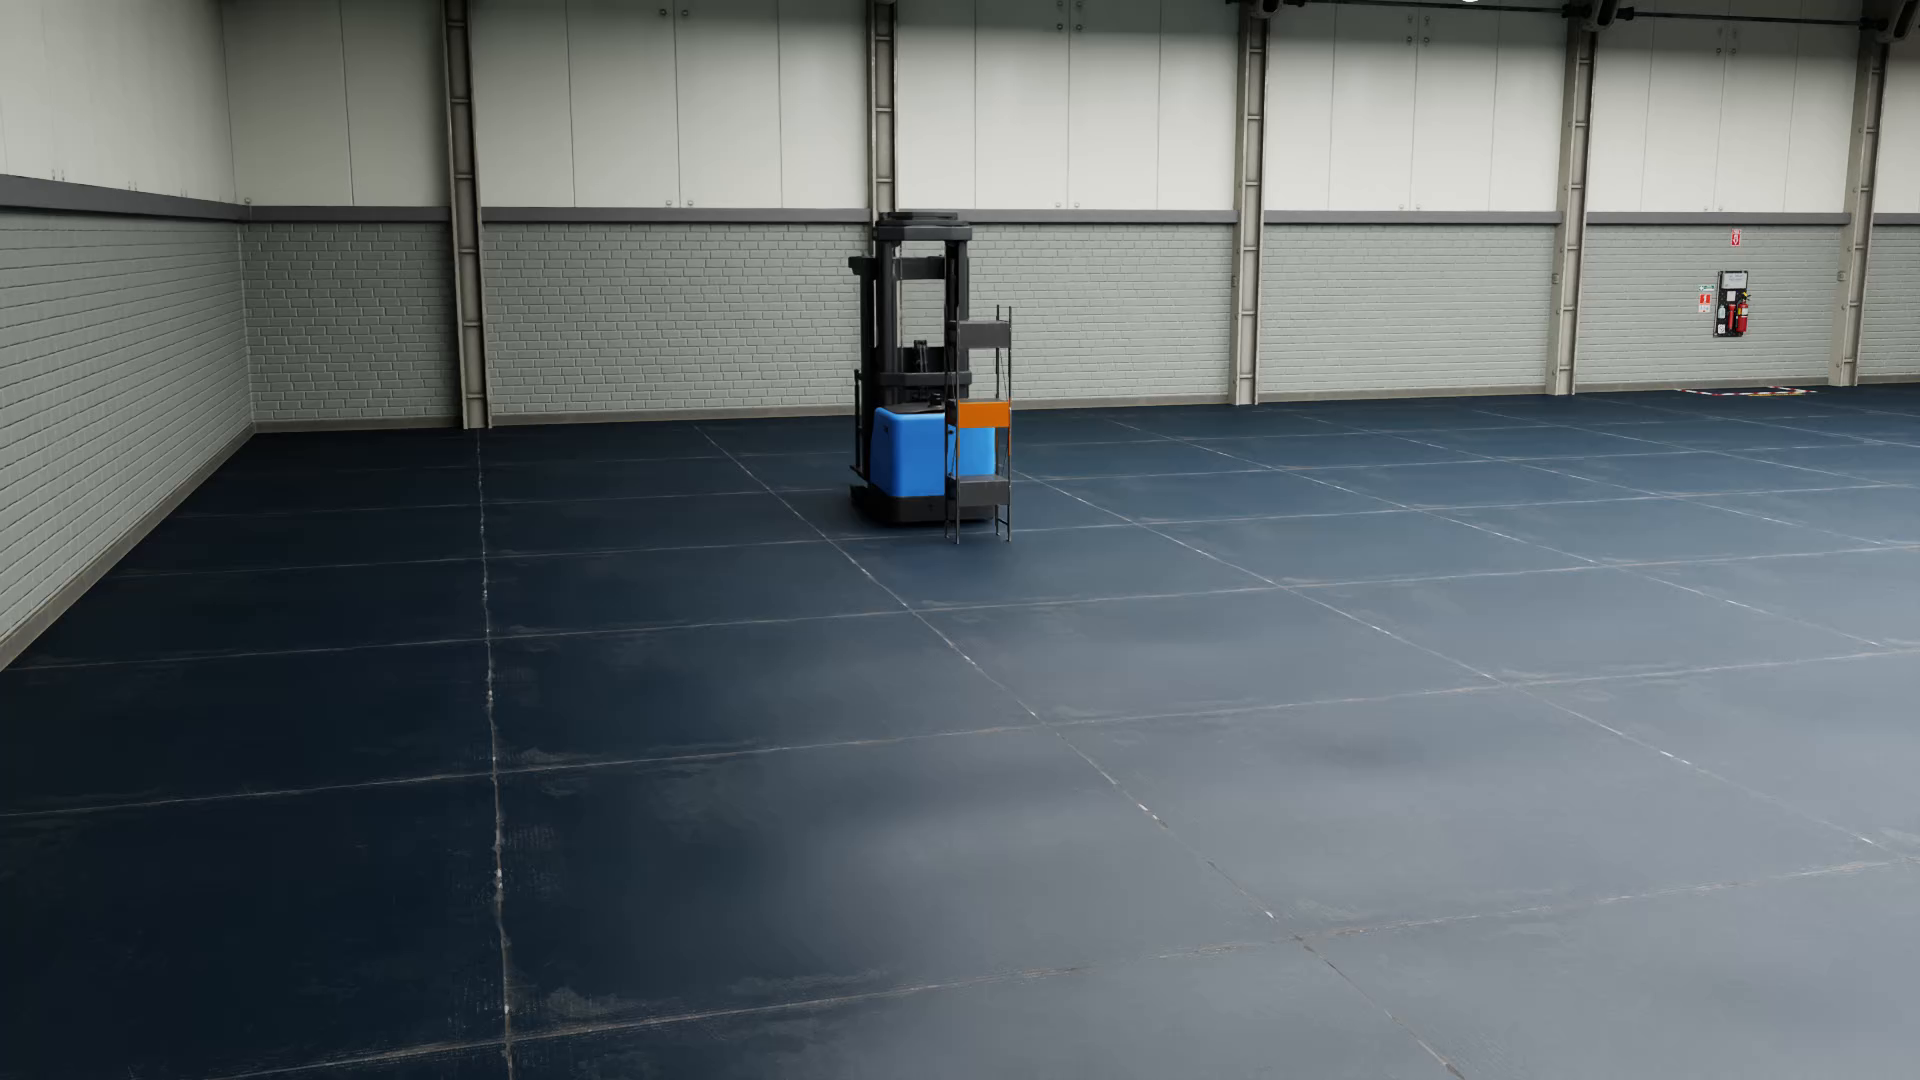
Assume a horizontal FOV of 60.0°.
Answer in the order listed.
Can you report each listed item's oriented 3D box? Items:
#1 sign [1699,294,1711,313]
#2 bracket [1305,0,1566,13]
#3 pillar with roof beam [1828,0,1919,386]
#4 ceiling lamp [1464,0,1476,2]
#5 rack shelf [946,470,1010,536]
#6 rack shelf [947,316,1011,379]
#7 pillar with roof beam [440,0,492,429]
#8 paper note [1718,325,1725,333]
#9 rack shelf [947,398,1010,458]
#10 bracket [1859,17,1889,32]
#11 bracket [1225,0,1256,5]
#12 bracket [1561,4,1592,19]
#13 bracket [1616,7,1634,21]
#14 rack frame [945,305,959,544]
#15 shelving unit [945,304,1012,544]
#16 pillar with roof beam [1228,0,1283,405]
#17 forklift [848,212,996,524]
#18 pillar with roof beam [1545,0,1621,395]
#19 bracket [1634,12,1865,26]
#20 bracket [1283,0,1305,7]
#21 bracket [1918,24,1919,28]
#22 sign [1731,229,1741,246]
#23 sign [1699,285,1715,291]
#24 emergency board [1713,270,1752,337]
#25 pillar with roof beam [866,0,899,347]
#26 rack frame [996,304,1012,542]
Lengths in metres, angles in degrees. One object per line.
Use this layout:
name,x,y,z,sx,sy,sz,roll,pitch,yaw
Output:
sign,13.189,-4.194,29.446,0.234,0.329,0.001,-3,11,-16
bracket,7.582,-8.508,26.467,4.783,0.066,0.076,-3,11,-16
pillar with roof beam,17.336,-6.507,25.539,0.548,9.000,9.100,-3,11,-16
ceiling lamp,7.175,-7.173,21.715,0.237,0.041,1.941,-3,11,-16
rack shelf,0.159,-0.339,15.031,0.480,0.518,0.431,-3,11,-16
rack shelf,0.159,-1.716,14.778,0.480,0.518,0.431,-3,11,-16
pillar with roof beam,-5.708,-5.293,18.942,0.400,9.000,9.100,-3,11,-16
paper note,13.560,-3.757,29.600,0.142,0.148,0.016,-3,11,-16
rack shelf,0.159,-1.028,14.904,0.480,0.518,0.431,-3,11,-16
bracket,15.833,-8.943,28.829,0.430,0.232,0.235,-3,11,-16
bracket,4.311,-8.336,25.530,0.430,0.232,0.235,-3,11,-16
bracket,10.072,-8.640,27.180,0.430,0.232,0.235,-3,11,-16
bracket,10.869,-8.682,27.408,0.430,0.232,0.235,-3,11,-16
rack frame,-0.075,-1.029,14.835,0.015,2.100,0.400,-3,11,-16
shelving unit,0.159,-1.041,14.902,0.503,2.100,0.431,-3,11,-16
pillar with roof beam,5.814,-5.900,22.241,0.548,9.000,9.100,-3,11,-16
forklift,-0.507,-1.819,16.833,1.130,2.935,3.031,-3,11,-14
pillar with roof beam,11.575,-6.204,23.890,0.548,9.000,9.100,-3,11,-16
bracket,13.343,-8.812,28.116,4.783,0.066,0.076,-3,11,-16
bracket,5.108,-8.378,25.759,0.430,0.232,0.235,-3,11,-16
bracket,19.104,-9.116,29.766,4.783,0.066,0.076,-3,11,-16
sign,13.714,-5.344,29.386,0.199,0.298,0.001,-3,11,-16
sign,13.196,-4.454,29.391,0.331,0.109,0.001,-3,11,-16
emergency board,13.749,-4.187,29.504,0.643,1.169,0.194,-3,11,-16
pillar with roof beam,0.053,-5.596,20.591,0.548,9.000,9.100,-3,11,-16
rack frame,0.393,-1.053,14.969,0.015,2.100,0.400,-3,11,-16
